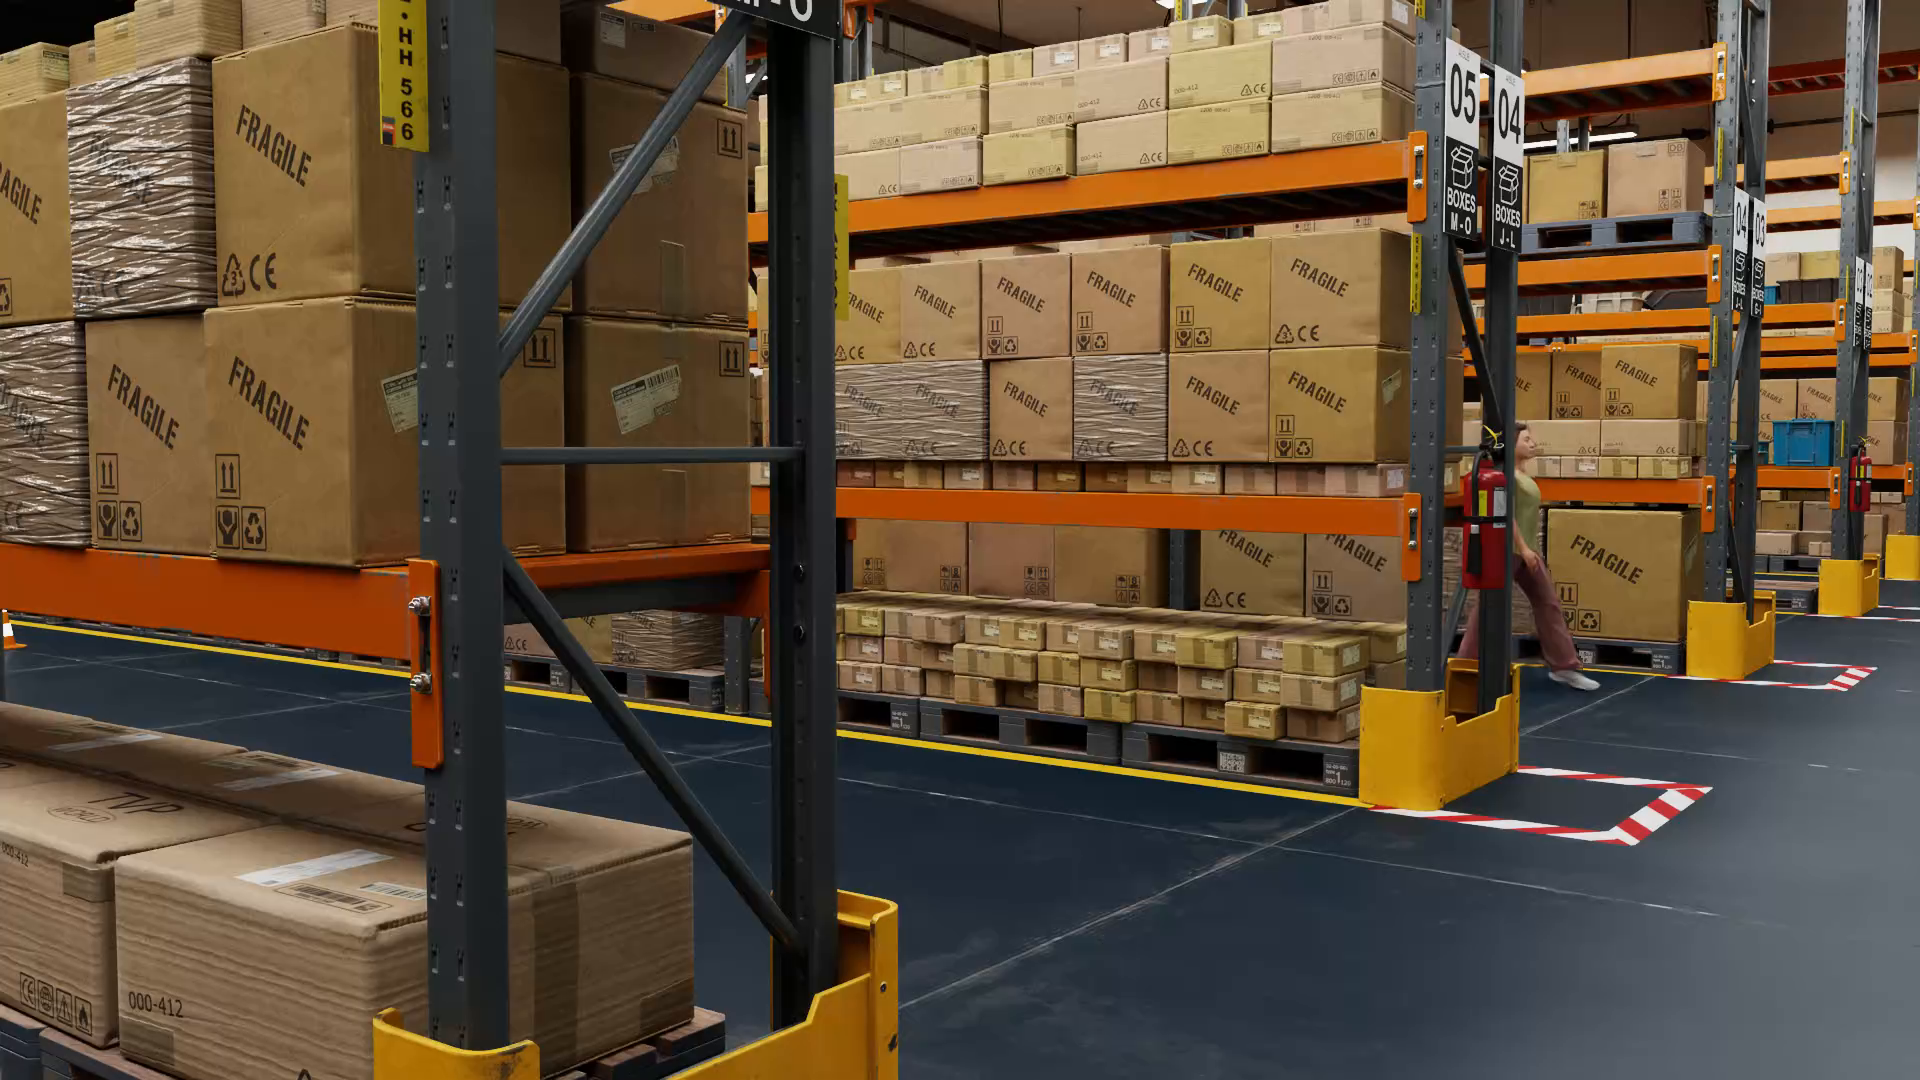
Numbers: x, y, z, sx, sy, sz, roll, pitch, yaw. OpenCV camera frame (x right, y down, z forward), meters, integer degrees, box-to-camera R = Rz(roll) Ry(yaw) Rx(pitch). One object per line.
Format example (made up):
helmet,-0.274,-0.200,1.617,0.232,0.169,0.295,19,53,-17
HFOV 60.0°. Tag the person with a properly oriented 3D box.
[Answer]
person,3.540,0.095,10.430,0.855,1.665,0.469,3,4,39
